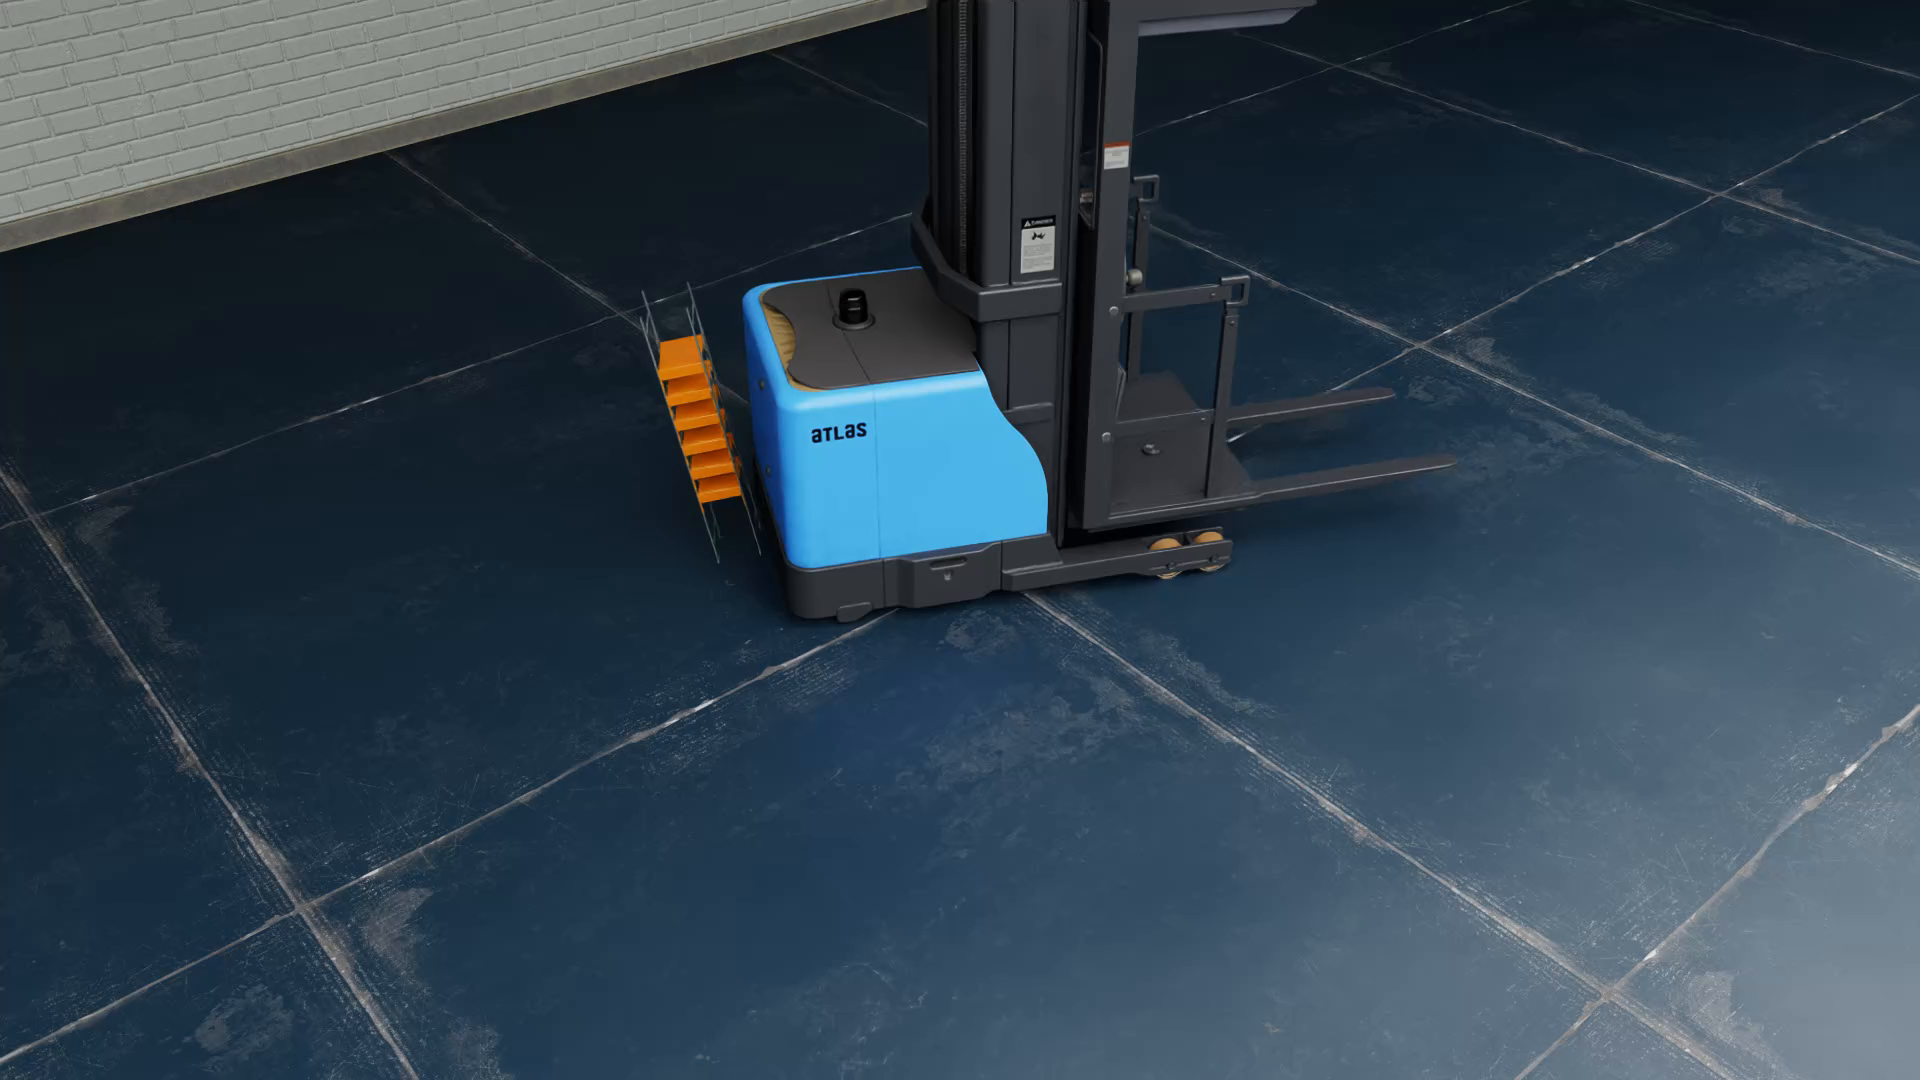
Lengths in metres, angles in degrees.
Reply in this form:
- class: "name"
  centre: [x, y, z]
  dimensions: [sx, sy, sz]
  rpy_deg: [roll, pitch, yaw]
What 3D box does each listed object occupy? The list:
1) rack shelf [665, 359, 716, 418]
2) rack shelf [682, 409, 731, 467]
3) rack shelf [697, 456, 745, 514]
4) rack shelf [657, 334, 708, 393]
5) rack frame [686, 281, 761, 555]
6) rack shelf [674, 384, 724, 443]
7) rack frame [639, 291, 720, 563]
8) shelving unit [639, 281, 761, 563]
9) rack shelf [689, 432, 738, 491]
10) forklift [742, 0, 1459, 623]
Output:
- class: "rack shelf"
  centre: [-1.089, -0.619, 6.739]
  dimensions: [0.180, 0.103, 0.258]
  rpy_deg: [-12, 36, 1]
- class: "rack shelf"
  centre: [-1.048, -0.429, 6.880]
  dimensions: [0.180, 0.103, 0.258]
  rpy_deg: [-12, 36, 1]
- class: "rack shelf"
  centre: [-1.008, -0.239, 7.020]
  dimensions: [0.180, 0.103, 0.258]
  rpy_deg: [-12, 36, 1]
- class: "rack shelf"
  centre: [-1.109, -0.715, 6.669]
  dimensions: [0.180, 0.103, 0.258]
  rpy_deg: [-12, 36, 1]
- class: "rack frame"
  centre: [-0.966, -0.483, 6.853]
  dimensions: [0.006, 1.200, 0.240]
  rpy_deg: [-12, 36, 1]
- class: "rack shelf"
  centre: [-1.068, -0.524, 6.810]
  dimensions: [0.180, 0.103, 0.258]
  rpy_deg: [-12, 36, 1]
- class: "rack frame"
  centre: [-1.145, -0.446, 6.855]
  dimensions: [0.006, 1.200, 0.240]
  rpy_deg: [-12, 36, 1]
- class: "shelving unit"
  centre: [-1.056, -0.464, 6.854]
  dimensions: [0.189, 1.200, 0.258]
  rpy_deg: [-12, 36, 1]
- class: "rack shelf"
  centre: [-1.028, -0.334, 6.950]
  dimensions: [0.180, 0.103, 0.258]
  rpy_deg: [-12, 36, 1]
- class: "forklift"
  centre: [0.660, -1.323, 6.581]
  dimensions: [3.031, 2.935, 1.130]
  rpy_deg: [-9, 36, -12]
